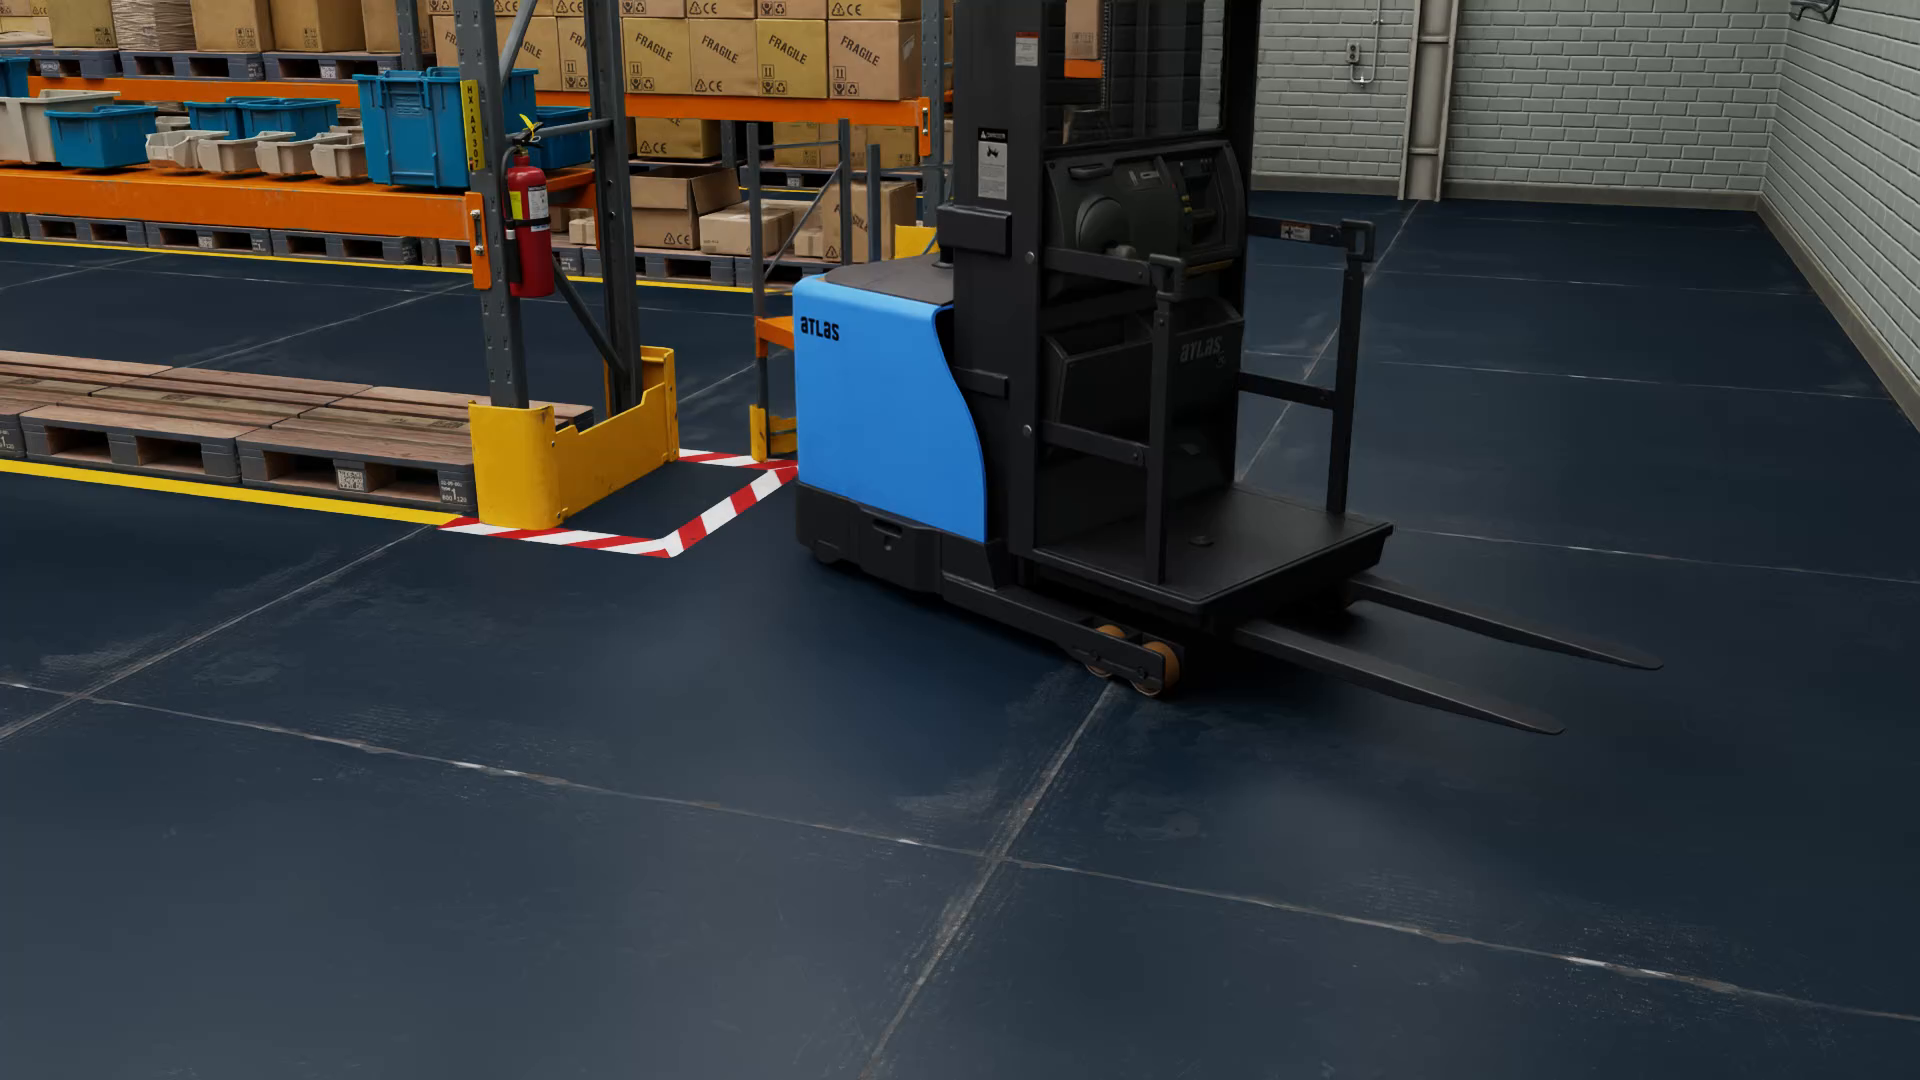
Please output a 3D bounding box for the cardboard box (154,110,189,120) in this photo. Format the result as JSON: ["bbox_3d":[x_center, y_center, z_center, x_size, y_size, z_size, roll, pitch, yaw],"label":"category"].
[{"bbox_3d":[-6.569,-3.399,13.760,0.500,0.250,0.500,7,21,20],"label":"cardboard box"}]

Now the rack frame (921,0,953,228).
[{"bbox_3d":[-0.027,-3.186,11.159,0.127,3.000,1.000,7,20,18],"label":"rack frame"}]

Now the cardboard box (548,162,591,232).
[{"bbox_3d":[-3.175,-2.672,12.814,0.500,0.500,0.500,7,20,18],"label":"cardboard box"}]

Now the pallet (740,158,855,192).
[{"bbox_3d":[-1.491,-3.736,16.972,1.213,0.211,1.003,7,20,18],"label":"pallet"}]

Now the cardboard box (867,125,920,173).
[{"bbox_3d":[-0.554,-3.953,16.518,0.500,0.500,0.700,7,20,19],"label":"cardboard box"}]

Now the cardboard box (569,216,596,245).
[{"bbox_3d":[-2.660,-2.285,12.211,0.250,0.166,0.380,7,20,18],"label":"cardboard box"}]

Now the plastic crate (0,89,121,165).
[{"bbox_3d":[-4.053,-1.829,7.354,0.530,0.282,0.437,7,20,18],"label":"plastic crate"}]

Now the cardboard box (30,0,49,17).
[{"bbox_3d":[-10.289,-6.271,19.066,0.500,0.500,0.500,6,20,18],"label":"cardboard box"}]

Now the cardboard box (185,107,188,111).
[{"bbox_3d":[-8.535,-4.936,19.308,0.500,0.500,0.700,6,20,17],"label":"cardboard box"}]

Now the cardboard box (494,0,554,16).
[{"bbox_3d":[-2.966,-3.944,11.661,0.500,0.500,0.500,6,20,16],"label":"cardboard box"}]

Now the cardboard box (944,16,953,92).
[{"bbox_3d":[-0.360,-3.363,11.516,0.500,0.500,0.500,7,20,19],"label":"cardboard box"}]

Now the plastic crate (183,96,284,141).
[{"bbox_3d":[-3.309,-1.899,7.631,0.300,0.233,0.416,7,20,18],"label":"plastic crate"}]

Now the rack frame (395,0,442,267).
[{"bbox_3d":[-3.806,-3.618,12.399,0.127,3.000,1.000,7,20,18],"label":"rack frame"}]

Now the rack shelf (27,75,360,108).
[{"bbox_3d":[-5.695,-3.495,13.137,4.000,0.370,1.077,7,20,18],"label":"rack shelf"}]

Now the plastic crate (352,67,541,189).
[{"bbox_3d":[-2.034,-1.670,6.664,0.499,0.435,0.616,7,20,18],"label":"plastic crate"}]

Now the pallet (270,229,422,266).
[{"bbox_3d":[-4.587,-2.377,13.076,1.213,0.211,1.003,7,20,18],"label":"pallet"}]

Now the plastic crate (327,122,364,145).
[{"bbox_3d":[-2.698,-1.813,7.529,0.298,0.136,0.250,7,20,18],"label":"plastic crate"}]

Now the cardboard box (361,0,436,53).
[{"bbox_3d":[-4.180,-3.984,12.660,0.500,0.500,0.700,0,19,0],"label":"cardboard box"}]

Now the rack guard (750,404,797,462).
[{"bbox_3d":[-0.698,-0.537,7.736,0.587,0.250,0.087,-12,23,-32],"label":"rack guard"}]

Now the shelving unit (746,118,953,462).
[{"bbox_3d":[-0.421,-0.991,7.139,0.587,1.500,1.083,-12,23,-32],"label":"shelving unit"}]

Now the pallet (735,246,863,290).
[{"bbox_3d":[-0.853,-1.963,11.888,1.213,0.211,1.003,7,20,18],"label":"pallet"}]

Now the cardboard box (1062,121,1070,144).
[{"bbox_3d":[0.901,-3.789,16.049,0.500,0.500,0.700,7,20,18],"label":"cardboard box"}]

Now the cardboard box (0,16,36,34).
[{"bbox_3d":[-10.756,-5.975,19.357,0.500,0.250,0.500,7,20,18],"label":"cardboard box"}]

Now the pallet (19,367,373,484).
[{"bbox_3d":[-3.571,-0.563,7.871,1.213,0.211,1.003,7,20,18],"label":"pallet"}]

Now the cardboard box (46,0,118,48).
[{"bbox_3d":[-6.953,-4.263,13.458,0.500,0.500,0.700,0,19,0],"label":"cardboard box"}]

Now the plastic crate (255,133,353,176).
[{"bbox_3d":[-2.755,-1.618,6.970,0.243,0.136,0.396,7,20,18],"label":"plastic crate"}]

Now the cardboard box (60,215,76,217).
[{"bbox_3d":[-7.248,-2.940,13.582,0.500,0.500,0.500,7,21,20],"label":"cardboard box"}]

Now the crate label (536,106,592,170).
[{"bbox_3d":[-1.782,-1.725,7.130,0.303,0.233,0.416,7,20,18],"label":"crate label"}]

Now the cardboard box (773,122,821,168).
[{"bbox_3d":[-1.511,-4.064,16.838,0.500,0.500,0.700,7,20,19],"label":"cardboard box"}]

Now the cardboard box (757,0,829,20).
[{"bbox_3d":[-1.016,-3.722,11.027,0.500,0.500,0.500,7,20,20],"label":"cardboard box"}]

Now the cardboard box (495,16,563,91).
[{"bbox_3d":[-2.929,-3.471,11.826,0.500,0.500,0.500,7,20,19],"label":"cardboard box"}]

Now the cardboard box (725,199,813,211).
[{"bbox_3d":[-1.393,-2.350,12.271,0.500,0.250,0.500,7,20,18],"label":"cardboard box"}]

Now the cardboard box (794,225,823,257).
[{"bbox_3d":[-0.975,-2.110,11.708,0.250,0.166,0.380,7,20,18],"label":"cardboard box"}]

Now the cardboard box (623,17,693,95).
[{"bbox_3d":[-1.977,-3.362,11.512,0.500,0.500,0.500,6,20,17],"label":"cardboard box"}]

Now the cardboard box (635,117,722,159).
[{"bbox_3d":[-2.841,-4.372,17.189,0.750,0.750,0.750,7,20,19],"label":"cardboard box"}]

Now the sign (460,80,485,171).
[{"bbox_3d":[-1.822,-1.551,6.220,0.005,0.325,0.100,7,20,18],"label":"sign"}]

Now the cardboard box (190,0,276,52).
[{"bbox_3d":[-5.495,-4.035,12.806,0.500,0.500,0.700,1,19,4],"label":"cardboard box"}]

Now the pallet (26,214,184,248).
[{"bbox_3d":[-6.892,-2.641,13.832,1.213,0.211,1.003,7,20,18],"label":"pallet"}]

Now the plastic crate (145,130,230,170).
[{"bbox_3d":[-3.312,-1.666,7.109,0.250,0.136,0.298,7,20,18],"label":"plastic crate"}]

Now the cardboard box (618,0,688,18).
[{"bbox_3d":[-1.992,-3.832,11.343,0.500,0.500,0.500,7,20,20],"label":"cardboard box"}]

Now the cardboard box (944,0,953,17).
[{"bbox_3d":[-0.360,-3.835,11.351,0.500,0.500,0.500,7,20,20],"label":"cardboard box"}]

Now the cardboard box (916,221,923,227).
[{"bbox_3d":[-0.310,-2.200,11.993,0.250,0.149,0.380,7,20,18],"label":"cardboard box"}]

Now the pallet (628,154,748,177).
[{"bbox_3d":[-2.937,-3.902,17.450,1.213,0.211,1.003,7,20,18],"label":"pallet"}]

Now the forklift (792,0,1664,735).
[{"bbox_3d":[0.763,-1.090,5.251,1.130,2.935,3.031,-18,26,-41],"label":"forklift"}]

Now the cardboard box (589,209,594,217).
[{"bbox_3d":[-2.466,-2.502,12.613,0.500,0.311,0.500,7,20,18],"label":"cardboard box"}]

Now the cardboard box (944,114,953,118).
[{"bbox_3d":[-0.114,-4.281,16.473,0.250,0.149,0.380,7,20,19],"label":"cardboard box"}]

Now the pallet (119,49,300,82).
[{"bbox_3d":[-5.746,-3.751,13.072,1.213,0.211,1.003,7,20,18],"label":"pallet"}]

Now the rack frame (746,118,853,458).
[{"bbox_3d":[-0.709,-1.132,7.546,0.500,1.500,0.032,-12,23,-32],"label":"rack frame"}]

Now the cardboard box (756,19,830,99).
[{"bbox_3d":[-1.031,-3.252,11.197,0.500,0.500,0.500,7,20,19],"label":"cardboard box"}]

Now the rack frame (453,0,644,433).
[{"bbox_3d":[-1.657,-1.646,6.742,0.127,3.000,1.000,7,20,18],"label":"rack frame"}]

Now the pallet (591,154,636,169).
[{"bbox_3d":[-4.094,-4.033,17.826,1.213,0.211,1.003,7,20,18],"label":"pallet"}]

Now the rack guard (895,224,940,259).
[{"bbox_3d":[-0.099,-2.014,11.594,0.348,0.500,1.175,7,20,18],"label":"rack guard"}]

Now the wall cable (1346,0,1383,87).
[{"bbox_3d":[3.115,-5.362,15.859,1.851,1.984,0.084,7,20,18],"label":"wall cable"}]

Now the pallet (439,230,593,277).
[{"bbox_3d":[-3.158,-2.227,12.644,1.213,0.211,1.003,7,20,18],"label":"pallet"}]
